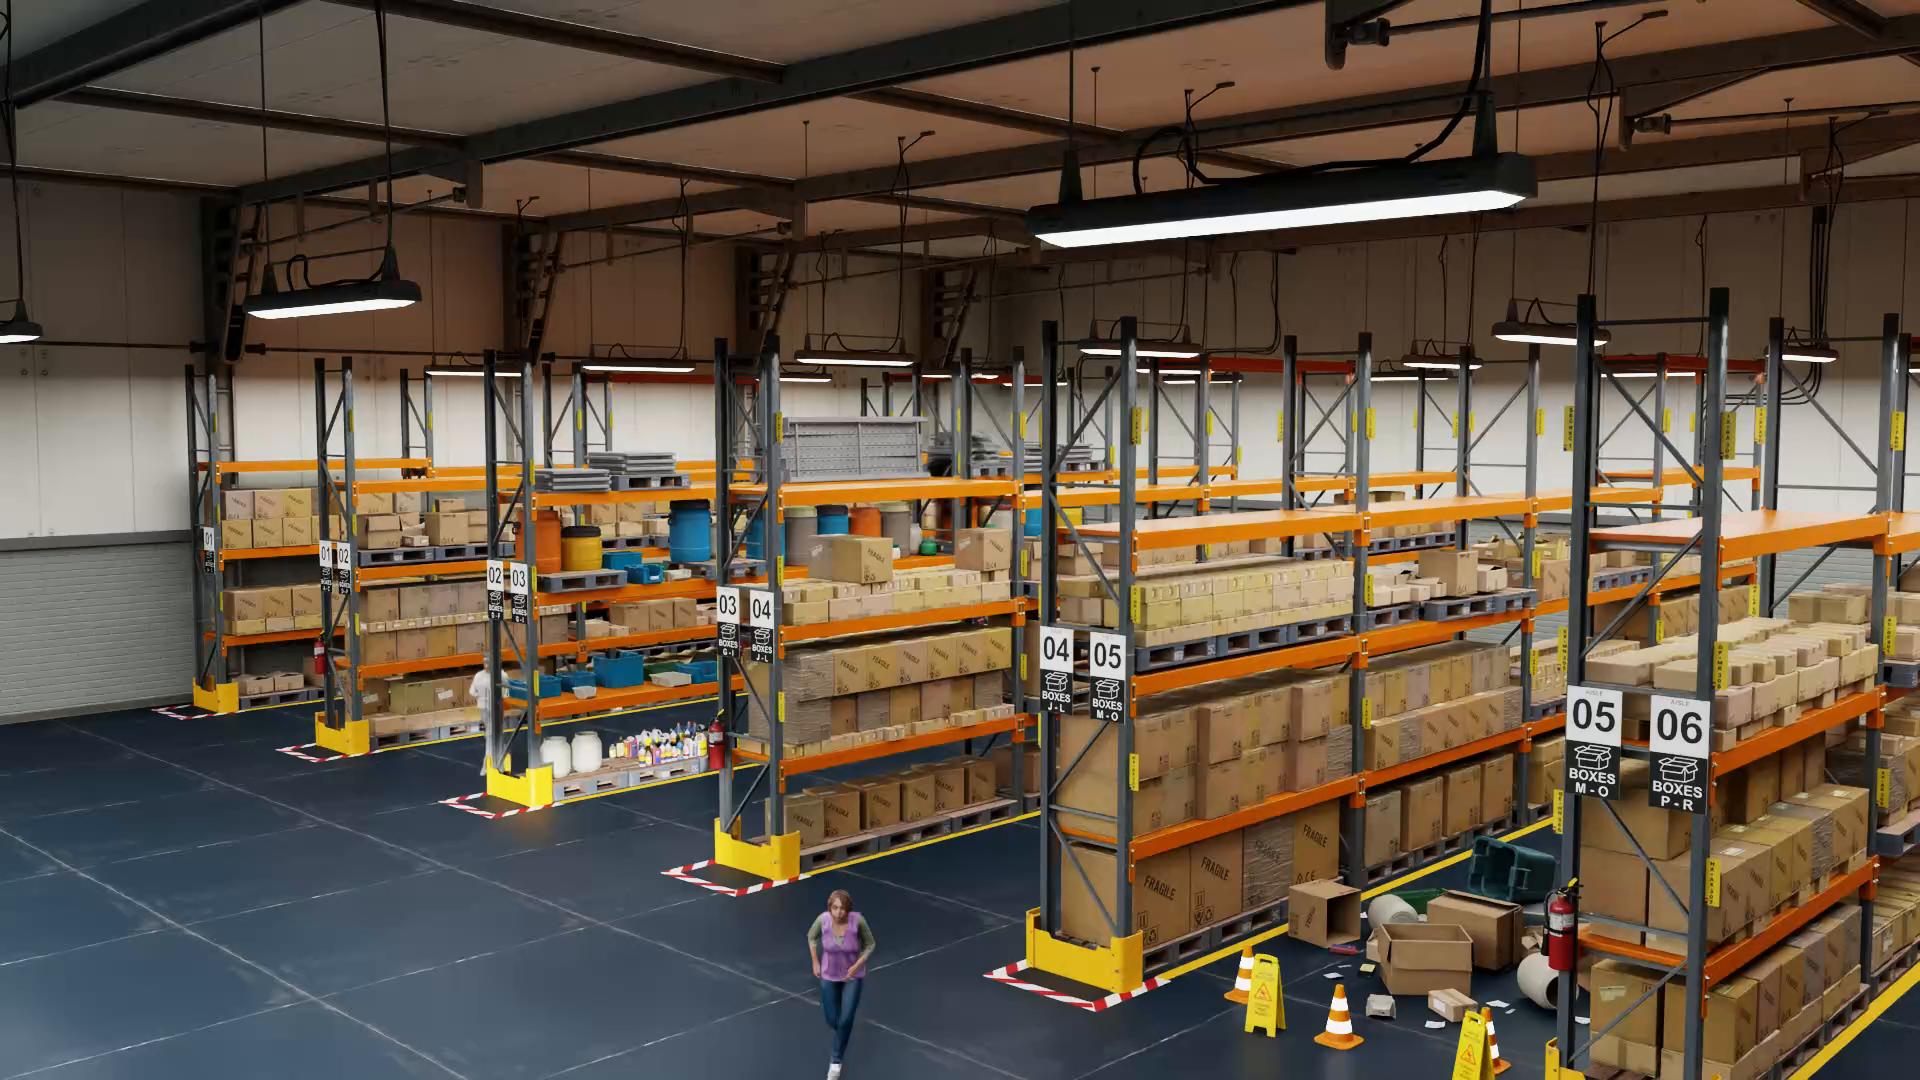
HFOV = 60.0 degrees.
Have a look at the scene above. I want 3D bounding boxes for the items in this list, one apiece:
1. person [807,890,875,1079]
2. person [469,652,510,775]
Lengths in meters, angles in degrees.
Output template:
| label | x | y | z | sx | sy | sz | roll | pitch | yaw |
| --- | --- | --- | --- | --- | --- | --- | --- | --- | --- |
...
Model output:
| label | x | y | z | sx | sy | sz | roll | pitch | yaw |
| --- | --- | --- | --- | --- | --- | --- | --- | --- | --- |
| person | -0.927 | 3.427 | 13.025 | 0.532 | 1.537 | 0.708 | 0 | 4 | -3 |
| person | -6.813 | 2.474 | 24.119 | 0.588 | 1.732 | 0.847 | 1 | 4 | 12 |
